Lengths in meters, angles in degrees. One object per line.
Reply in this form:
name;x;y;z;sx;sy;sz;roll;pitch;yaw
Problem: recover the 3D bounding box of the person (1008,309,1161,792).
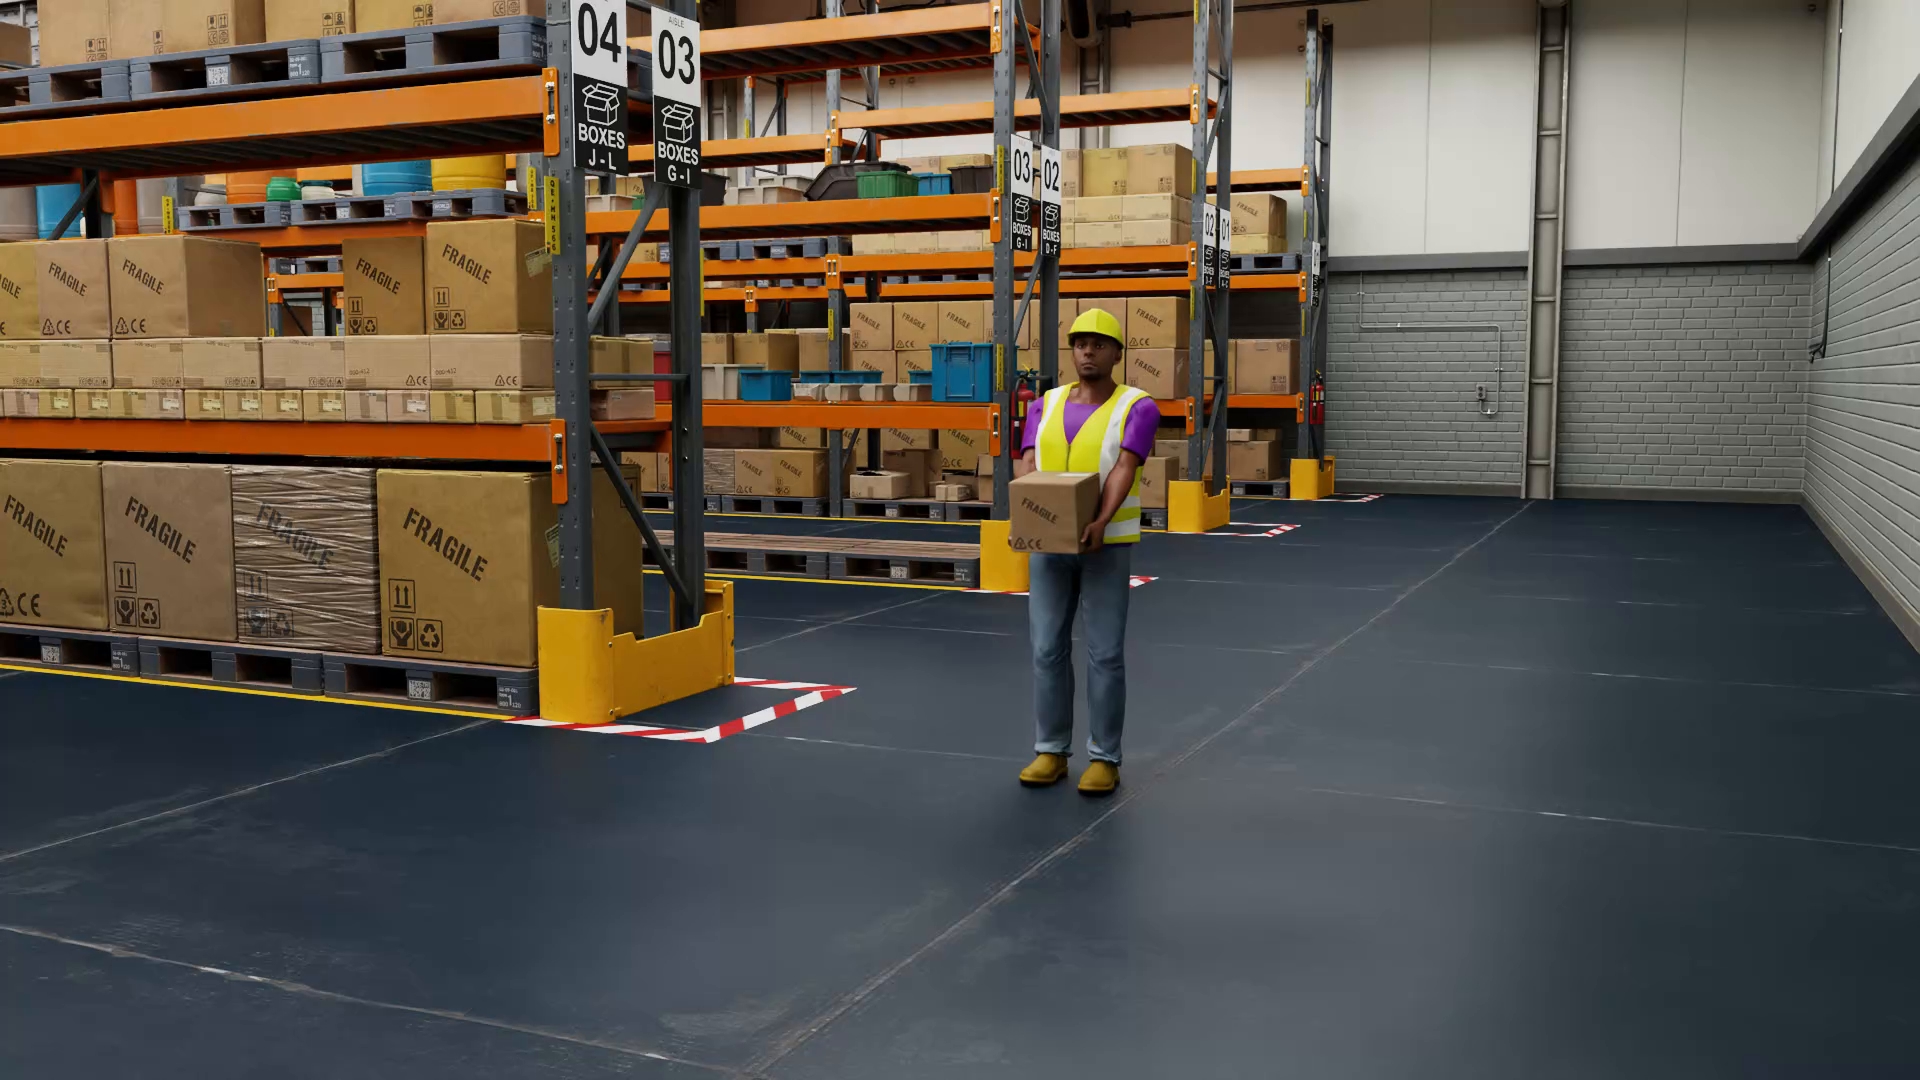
person;0.431;0.036;6.077;0.503;1.761;0.577;2;6;24
